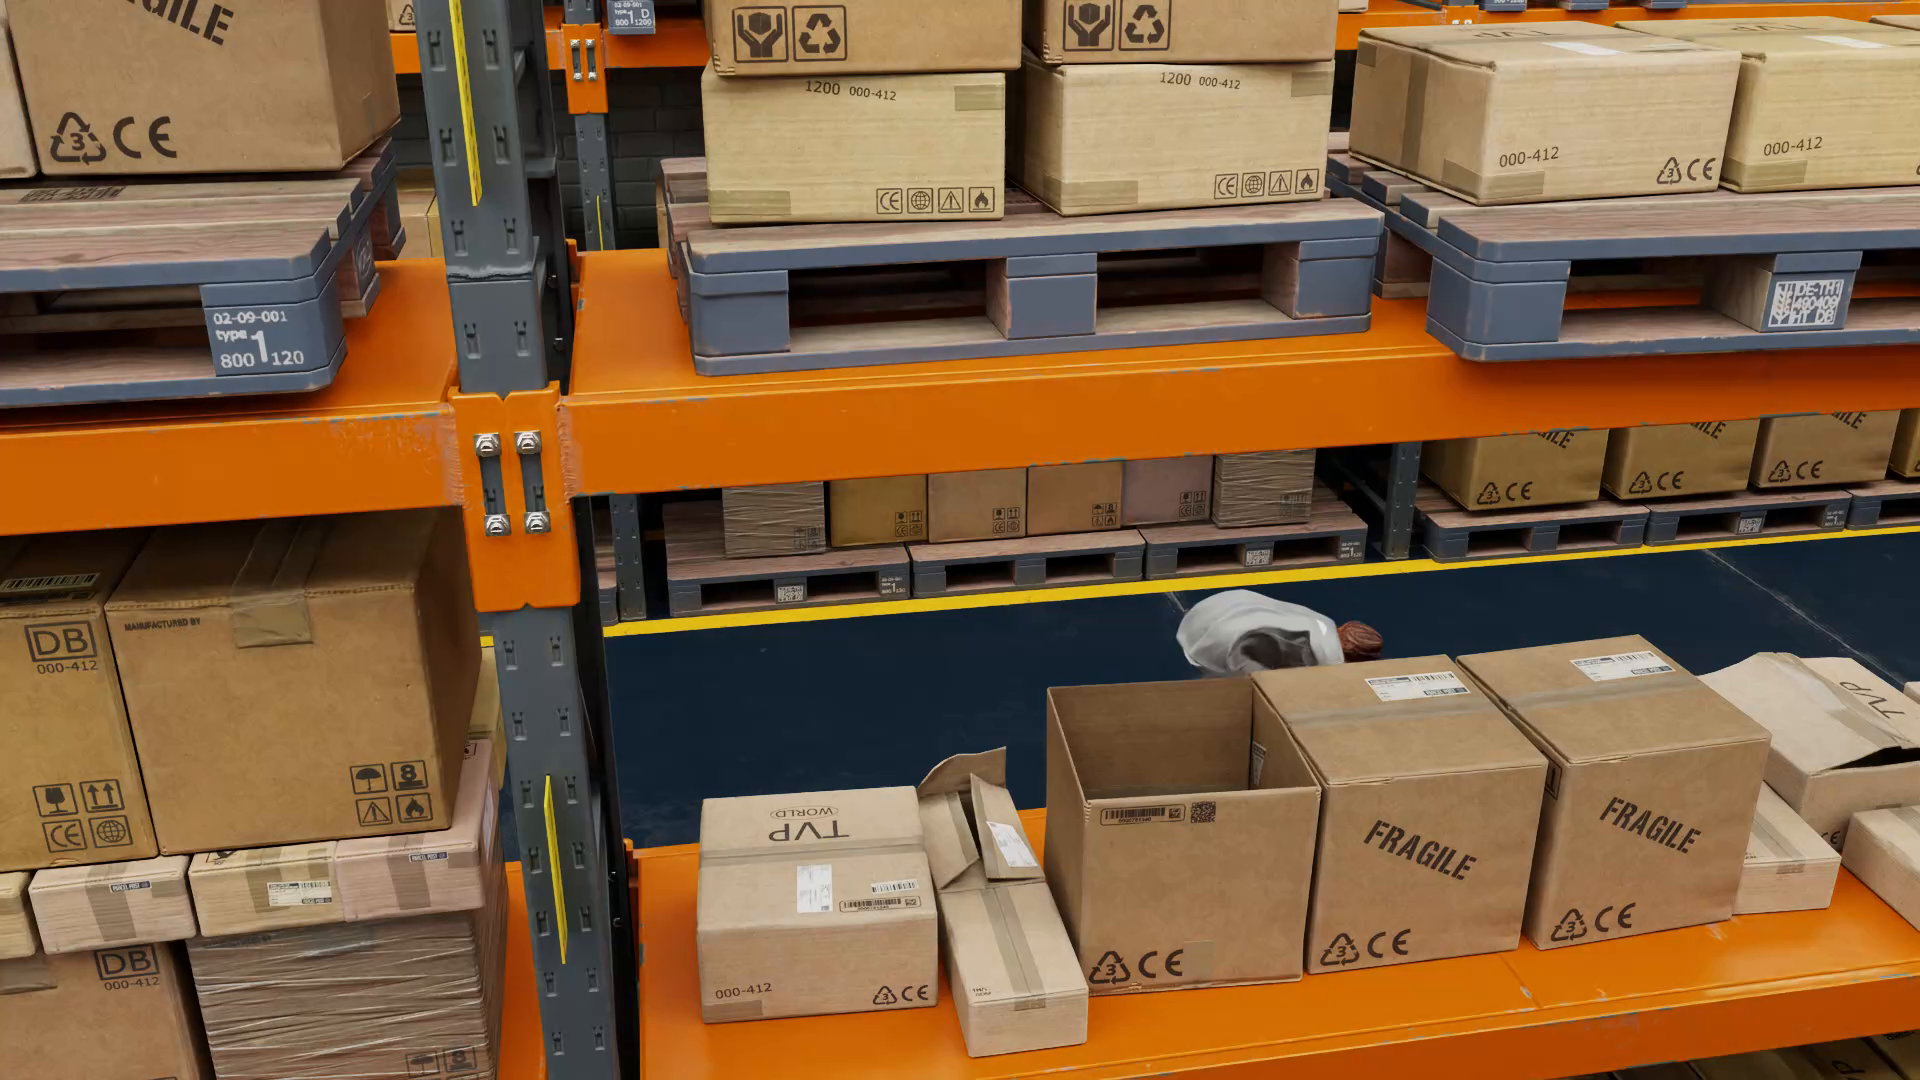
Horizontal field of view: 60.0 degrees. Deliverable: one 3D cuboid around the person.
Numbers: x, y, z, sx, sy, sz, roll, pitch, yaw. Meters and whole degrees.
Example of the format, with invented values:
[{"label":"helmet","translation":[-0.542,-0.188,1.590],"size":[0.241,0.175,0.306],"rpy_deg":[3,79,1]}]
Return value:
[{"label":"person","translation":[1.099,0.293,6.446],"size":[0.377,1.592,0.471],"rpy_deg":[-5,24,-12]}]
